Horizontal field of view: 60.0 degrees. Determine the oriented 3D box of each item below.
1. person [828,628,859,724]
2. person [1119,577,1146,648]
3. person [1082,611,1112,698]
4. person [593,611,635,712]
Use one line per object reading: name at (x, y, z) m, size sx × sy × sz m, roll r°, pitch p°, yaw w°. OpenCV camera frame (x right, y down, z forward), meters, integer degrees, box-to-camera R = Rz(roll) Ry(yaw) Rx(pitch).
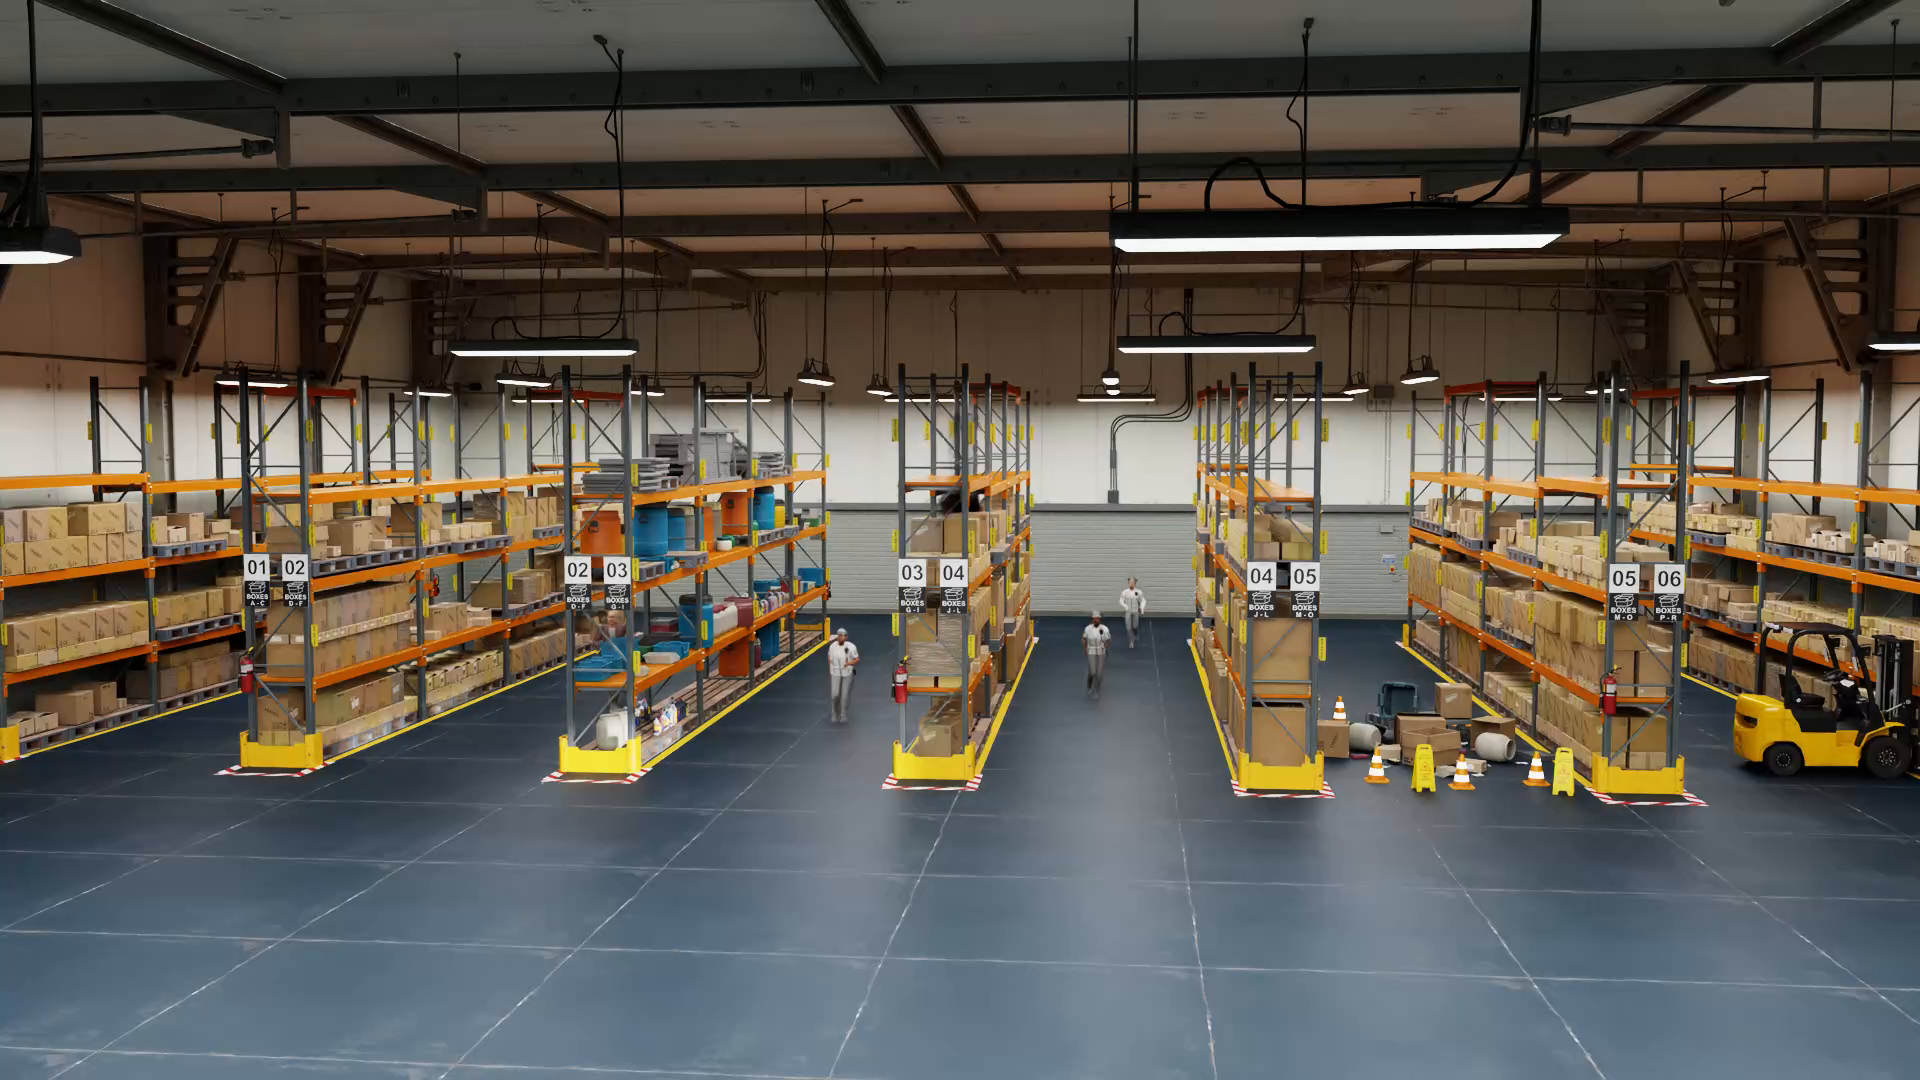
person at (-2.027, 2.348, 28.630) m, size 0.581 × 1.658 × 0.637 m, roll 0°, pitch 4°, yaw 5°
person at (4.025, 1.690, 38.874) m, size 0.612 × 1.658 × 0.548 m, roll 1°, pitch 4°, yaw 10°
person at (2.574, 2.160, 31.279) m, size 0.560 × 1.668 × 0.574 m, roll 0°, pitch 4°, yaw 3°
person at (-6.298, 2.175, 30.212) m, size 0.732 × 1.791 × 0.925 m, roll 0°, pitch 4°, yaw -2°
